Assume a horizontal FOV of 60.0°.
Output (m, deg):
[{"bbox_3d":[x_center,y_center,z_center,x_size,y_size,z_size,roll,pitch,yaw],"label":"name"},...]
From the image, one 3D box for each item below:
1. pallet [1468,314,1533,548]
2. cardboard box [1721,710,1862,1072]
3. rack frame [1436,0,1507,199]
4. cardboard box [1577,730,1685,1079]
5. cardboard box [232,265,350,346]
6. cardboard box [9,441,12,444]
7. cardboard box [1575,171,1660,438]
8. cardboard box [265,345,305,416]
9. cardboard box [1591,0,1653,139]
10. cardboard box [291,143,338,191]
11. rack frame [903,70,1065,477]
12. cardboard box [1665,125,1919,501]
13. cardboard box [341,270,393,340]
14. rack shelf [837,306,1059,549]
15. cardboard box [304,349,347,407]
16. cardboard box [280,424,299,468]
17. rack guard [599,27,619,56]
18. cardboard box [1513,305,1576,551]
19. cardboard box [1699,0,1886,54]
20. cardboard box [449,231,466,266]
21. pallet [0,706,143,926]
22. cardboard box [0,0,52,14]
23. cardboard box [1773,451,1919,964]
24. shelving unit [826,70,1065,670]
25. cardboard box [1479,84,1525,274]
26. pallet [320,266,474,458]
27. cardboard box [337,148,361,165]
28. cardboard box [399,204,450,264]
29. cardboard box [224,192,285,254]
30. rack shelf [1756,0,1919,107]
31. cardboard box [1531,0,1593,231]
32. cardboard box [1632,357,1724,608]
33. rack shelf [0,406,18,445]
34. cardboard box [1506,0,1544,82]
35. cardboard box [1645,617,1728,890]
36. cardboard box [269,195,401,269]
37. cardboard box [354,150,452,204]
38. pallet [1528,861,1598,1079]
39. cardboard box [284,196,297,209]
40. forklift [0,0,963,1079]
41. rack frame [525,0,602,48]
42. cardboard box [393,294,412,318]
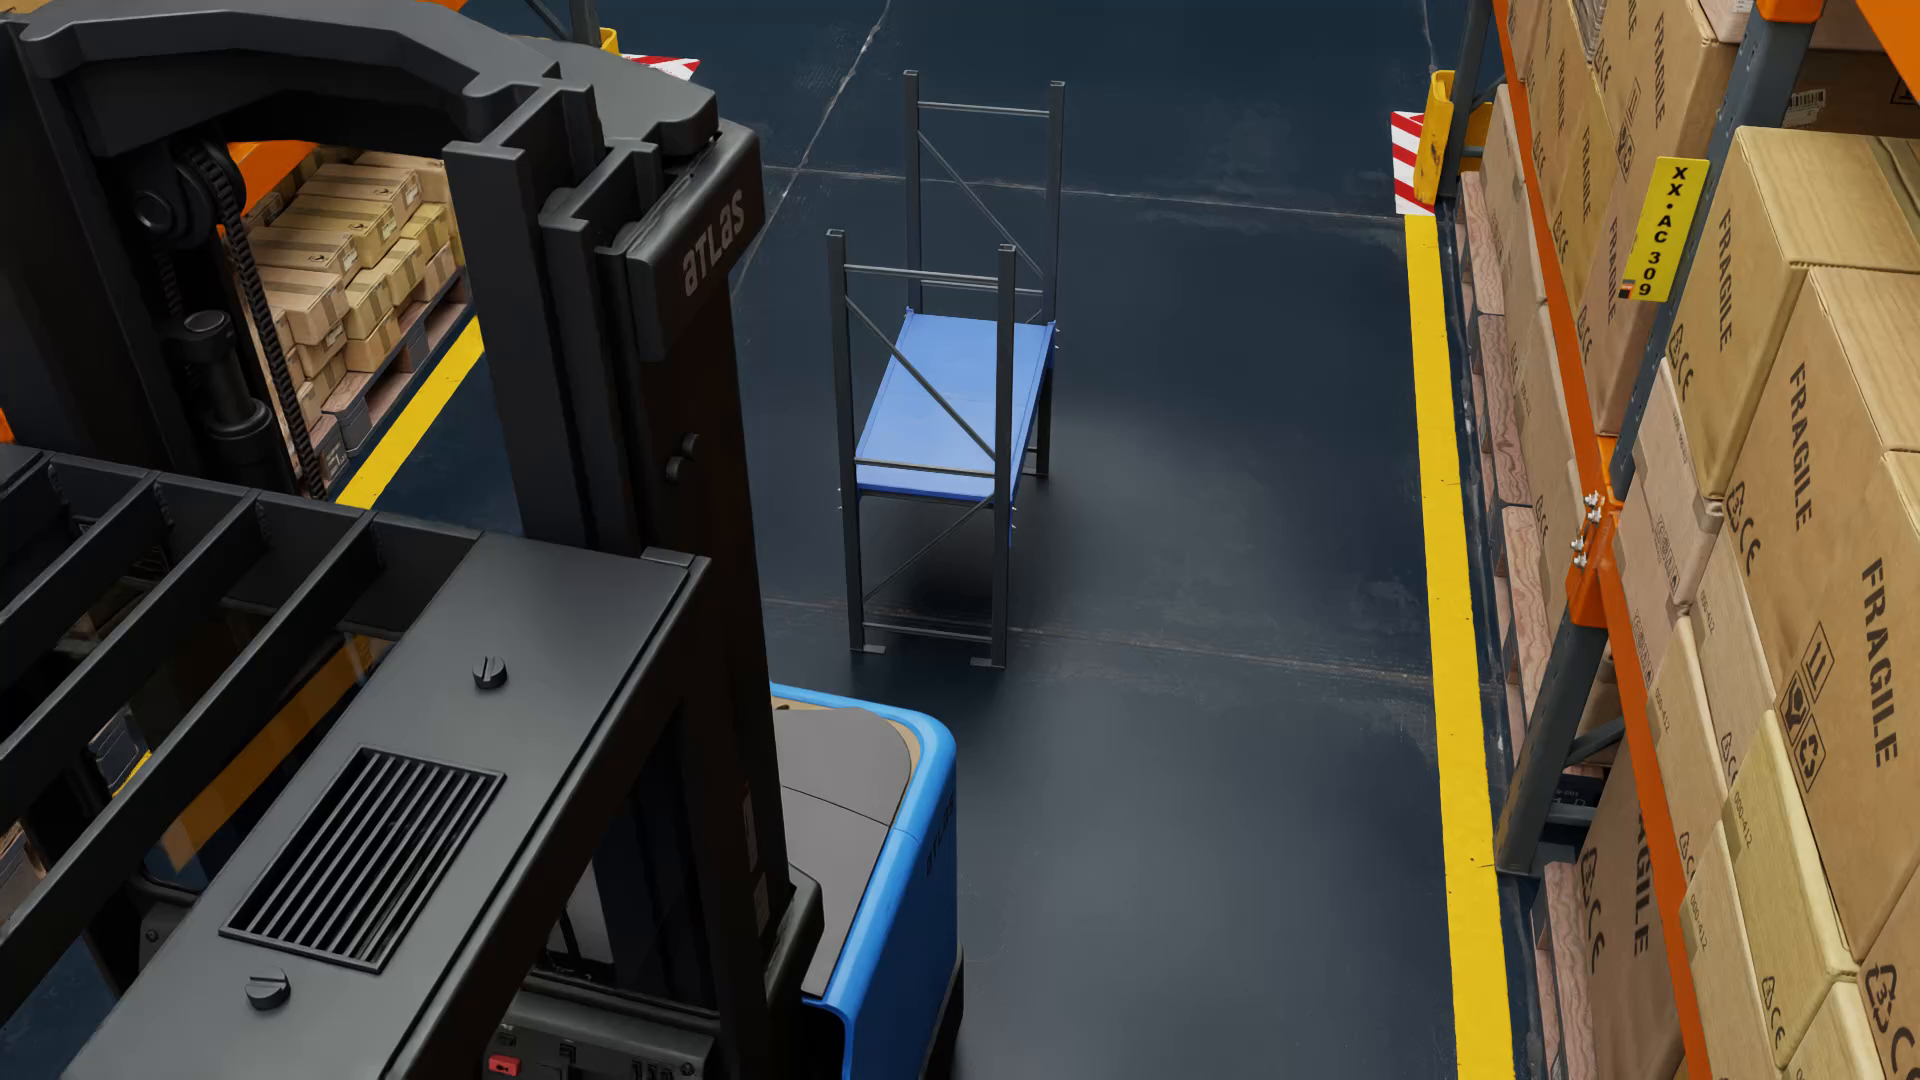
[{"bbox_3d":[2.410,-0.373,6.035,1.003,0.211,1.213,6,40,8],"label":"pallet"},{"bbox_3d":[1.463,0.543,2.464,0.500,0.250,0.500,7,40,8],"label":"cardboard box"},{"bbox_3d":[2.685,-2.721,6.688,1.000,3.000,0.127,6,40,8],"label":"rack frame"},{"bbox_3d":[1.964,0.844,3.713,0.875,0.875,0.875,8,40,9],"label":"cardboard box"},{"bbox_3d":[-2.388,-0.827,5.837,0.380,0.149,0.250,7,40,9],"label":"cardboard box"},{"bbox_3d":[-3.095,-0.238,5.125,0.380,0.149,0.250,7,40,9],"label":"cardboard box"},{"bbox_3d":[1.821,-0.569,4.006,0.500,0.500,0.500,7,40,8],"label":"cardboard box"},{"bbox_3d":[-2.511,-0.558,5.745,0.380,0.149,0.250,4,40,5],"label":"cardboard box"},{"bbox_3d":[1.898,-1.279,4.080,0.500,0.500,0.500,6,40,7],"label":"cardboard box"},{"bbox_3d":[-2.751,-1.537,6.696,0.380,0.149,0.250,8,40,9],"label":"cardboard box"},{"bbox_3d":[0.073,-0.844,5.593,0.500,1.500,0.032,6,40,8],"label":"rack frame"},{"bbox_3d":[1.633,-0.391,3.005,0.500,0.500,0.500,7,40,8],"label":"cardboard box"},{"bbox_3d":[-2.334,-0.880,6.134,0.380,0.149,0.250,6,40,7],"label":"cardboard box"},{"bbox_3d":[-0.015,-0.386,5.322,0.538,0.185,1.000,6,40,8],"label":"rack shelf"},{"bbox_3d":[-2.476,-0.616,6.049,0.380,0.149,0.250,5,40,6],"label":"cardboard box"},{"bbox_3d":[-2.483,-0.279,5.641,0.380,0.149,0.250,6,40,7],"label":"cardboard box"},{"bbox_3d":[-2.221,-2.193,8.010,1.175,0.500,0.348,6,40,8],"label":"rack guard"},{"bbox_3d":[2.361,-0.330,5.476,0.875,0.438,0.875,5,40,6],"label":"cardboard box"},{"bbox_3d":[1.732,-1.113,3.370,0.380,0.149,0.250,6,40,7],"label":"cardboard box"},{"bbox_3d":[-2.181,-1.261,6.829,0.380,0.149,0.250,5,40,6],"label":"cardboard box"},{"bbox_3d":[-3.034,0.870,4.532,1.003,0.211,1.213,6,40,8],"label":"pallet"},{"bbox_3d":[-2.582,-1.488,4.100,0.500,0.500,0.500,7,40,9],"label":"cardboard box"},{"bbox_3d":[1.483,0.246,2.235,0.500,0.500,0.500,5,40,7],"label":"cardboard box"},{"bbox_3d":[-0.015,-0.524,5.207,0.538,1.500,1.048,6,40,8],"label":"shelving unit"},{"bbox_3d":[2.669,-1.471,6.856,0.875,0.438,0.875,5,40,6],"label":"cardboard box"},{"bbox_3d":[-2.610,-0.812,6.567,1.003,0.211,1.213,6,40,8],"label":"pallet"},{"bbox_3d":[-2.761,-1.603,7.009,0.380,0.149,0.250,8,40,9],"label":"cardboard box"},{"bbox_3d":[-2.246,-1.207,6.531,0.380,0.149,0.250,8,40,10],"label":"cardboard box"},{"bbox_3d":[-2.791,-1.209,6.299,0.380,0.149,0.250,6,40,8],"label":"cardboard box"},{"bbox_3d":[1.647,0.165,1.407,1.077,0.370,4.000,6,40,8],"label":"rack shelf"},{"bbox_3d":[1.977,-1.210,4.781,0.500,0.500,0.500,6,40,7],"label":"cardboard box"},{"bbox_3d":[1.639,-0.101,3.243,0.500,0.250,0.500,5,40,6],"label":"cardboard box"},{"bbox_3d":[-3.246,0.839,2.946,1.077,0.370,4.000,6,40,8],"label":"rack shelf"},{"bbox_3d":[2.153,-1.853,5.558,0.500,0.500,0.500,6,40,7],"label":"cardboard box"},{"bbox_3d":[1.568,0.419,3.007,0.500,0.250,0.500,5,40,7],"label":"cardboard box"},{"bbox_3d":[-2.341,-1.157,6.237,0.380,0.149,0.250,7,40,8],"label":"cardboard box"},{"bbox_3d":[-2.169,-1.478,6.624,0.380,0.149,0.250,8,40,9],"label":"cardboard box"},{"bbox_3d":[1.933,1.356,3.944,1.003,0.211,1.213,6,40,8],"label":"pallet"},{"bbox_3d":[-2.720,-1.251,6.584,0.380,0.149,0.250,8,40,10],"label":"cardboard box"},{"bbox_3d":[-0.873,0.908,2.352,1.130,2.935,3.031,10,41,12],"label":"forklift"},{"bbox_3d":[-2.208,-3.204,7.271,1.000,3.000,0.127,6,40,8],"label":"rack frame"},{"bbox_3d":[-2.366,-0.942,6.443,0.380,0.149,0.250,7,40,9],"label":"cardboard box"}]
